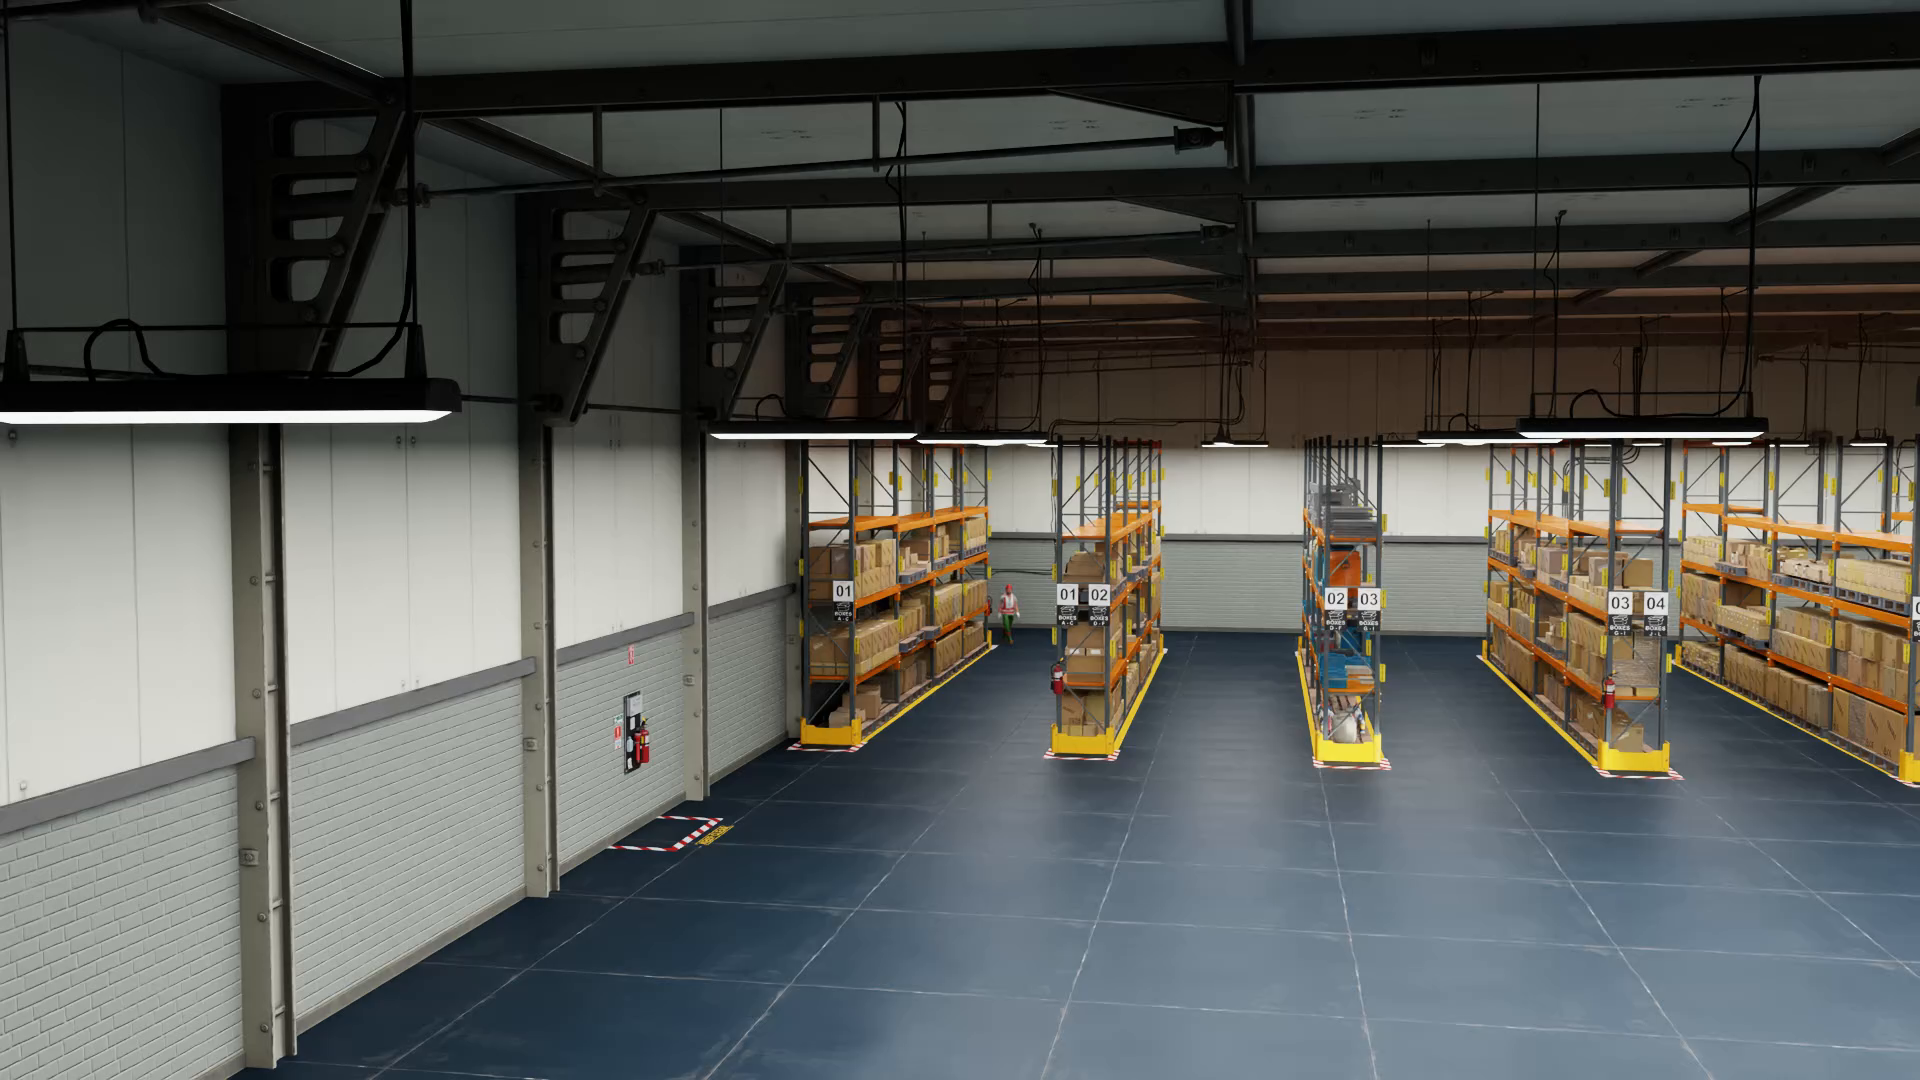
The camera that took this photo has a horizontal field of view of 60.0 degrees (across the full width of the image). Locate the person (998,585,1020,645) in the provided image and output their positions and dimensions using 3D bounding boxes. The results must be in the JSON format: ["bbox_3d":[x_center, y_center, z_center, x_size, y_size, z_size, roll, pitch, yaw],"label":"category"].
[{"bbox_3d":[1.440,2.179,48.986,0.554,1.721,1.094,-1,3,-24],"label":"person"}]
